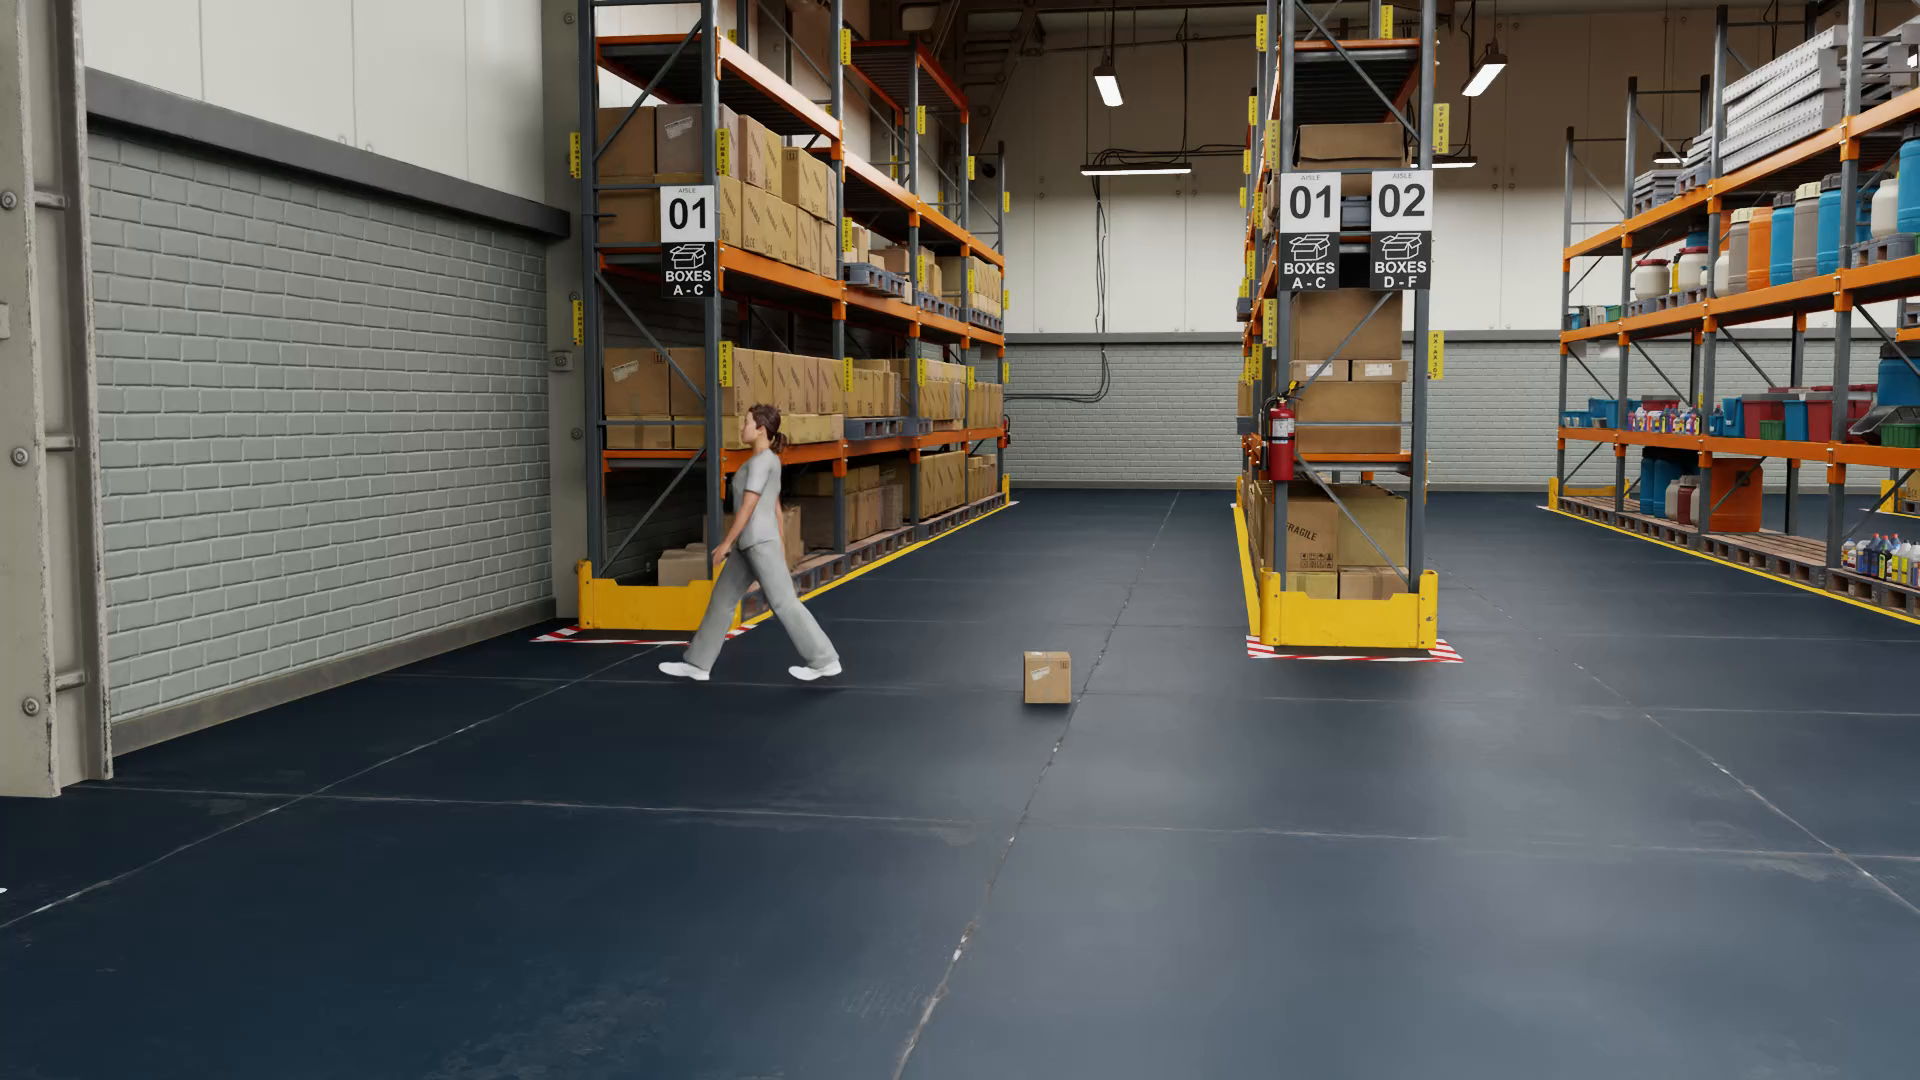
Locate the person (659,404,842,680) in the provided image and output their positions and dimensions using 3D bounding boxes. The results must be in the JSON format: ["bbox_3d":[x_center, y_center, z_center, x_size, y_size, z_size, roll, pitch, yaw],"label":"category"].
[{"bbox_3d":[-1.217,0.024,9.579,1.062,1.603,0.471,0,5,-6],"label":"person"}]
